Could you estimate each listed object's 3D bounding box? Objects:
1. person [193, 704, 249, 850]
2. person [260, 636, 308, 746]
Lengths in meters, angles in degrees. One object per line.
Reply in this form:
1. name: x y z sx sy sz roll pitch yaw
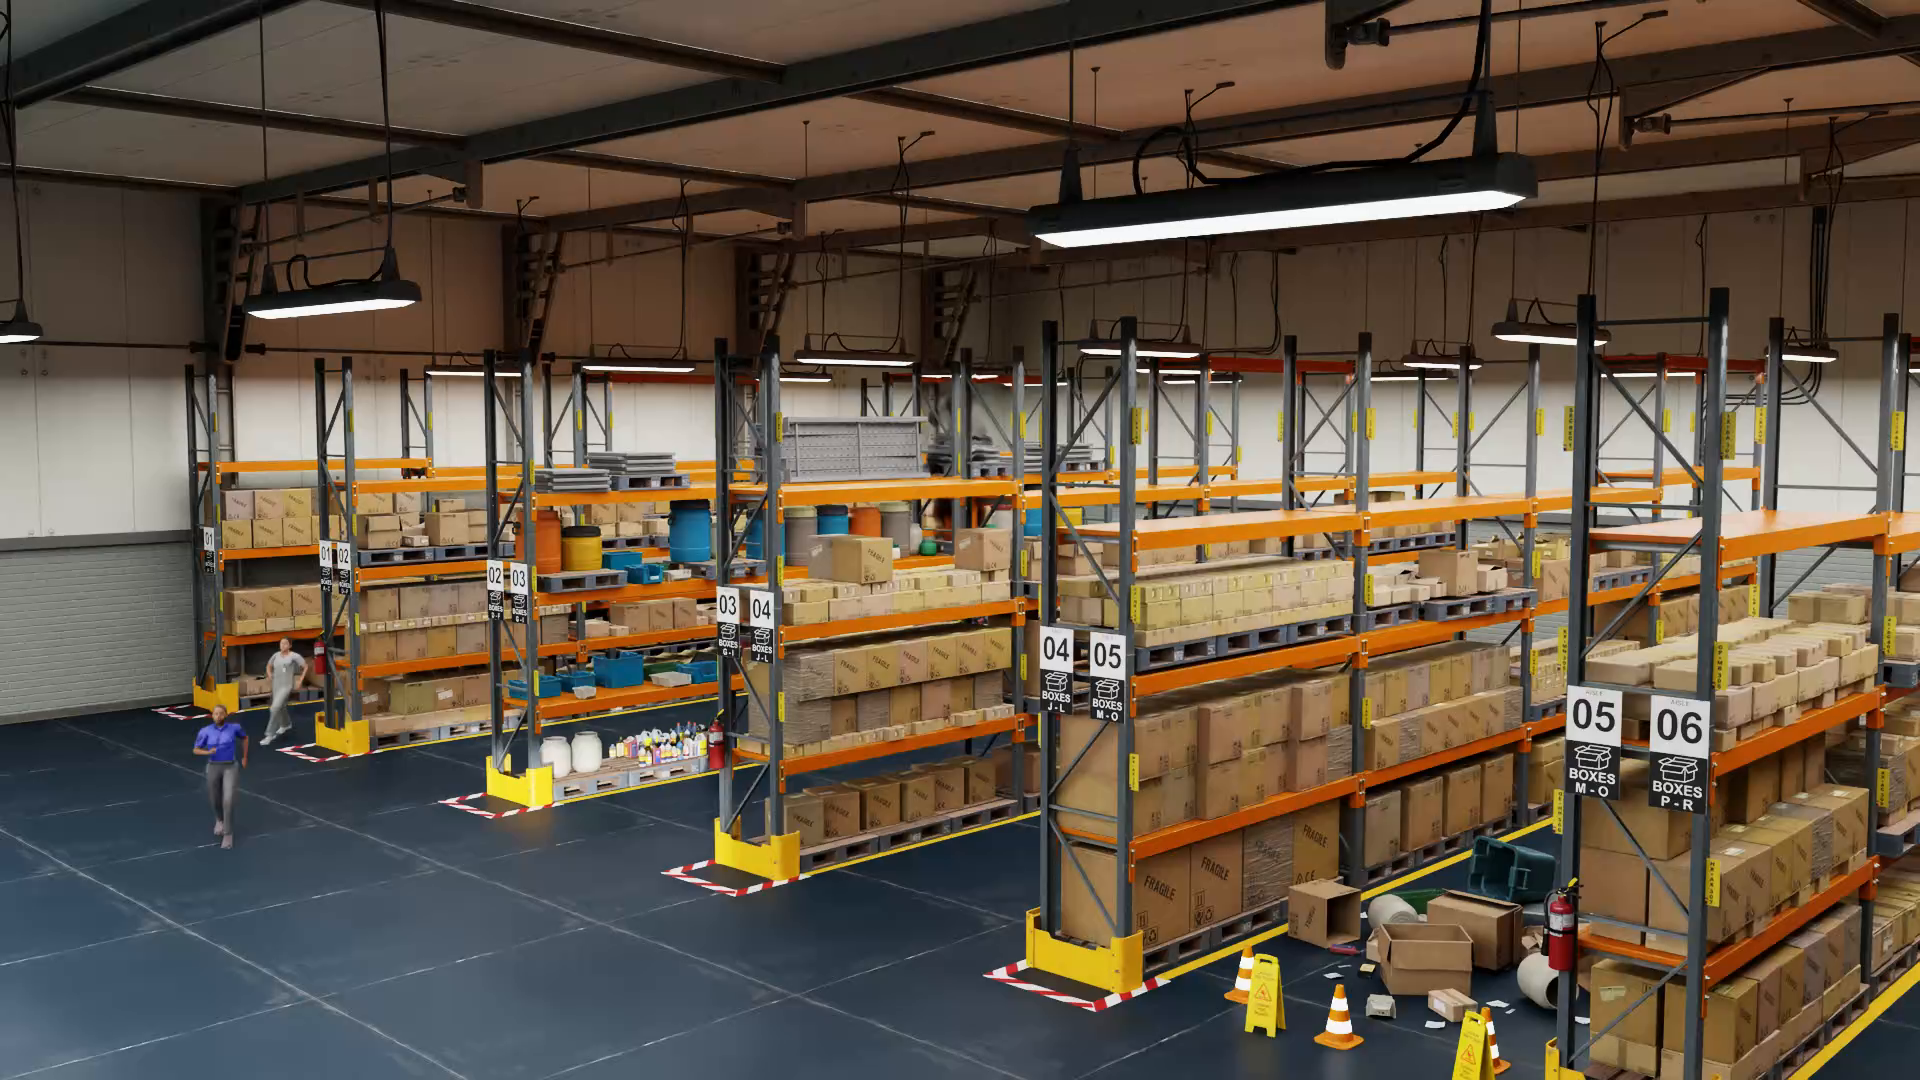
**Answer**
1. person: -8.859 2.793 19.957 0.595 1.684 0.871 -1 5 -19
2. person: -10.636 2.336 26.139 0.643 1.684 0.846 1 5 16
